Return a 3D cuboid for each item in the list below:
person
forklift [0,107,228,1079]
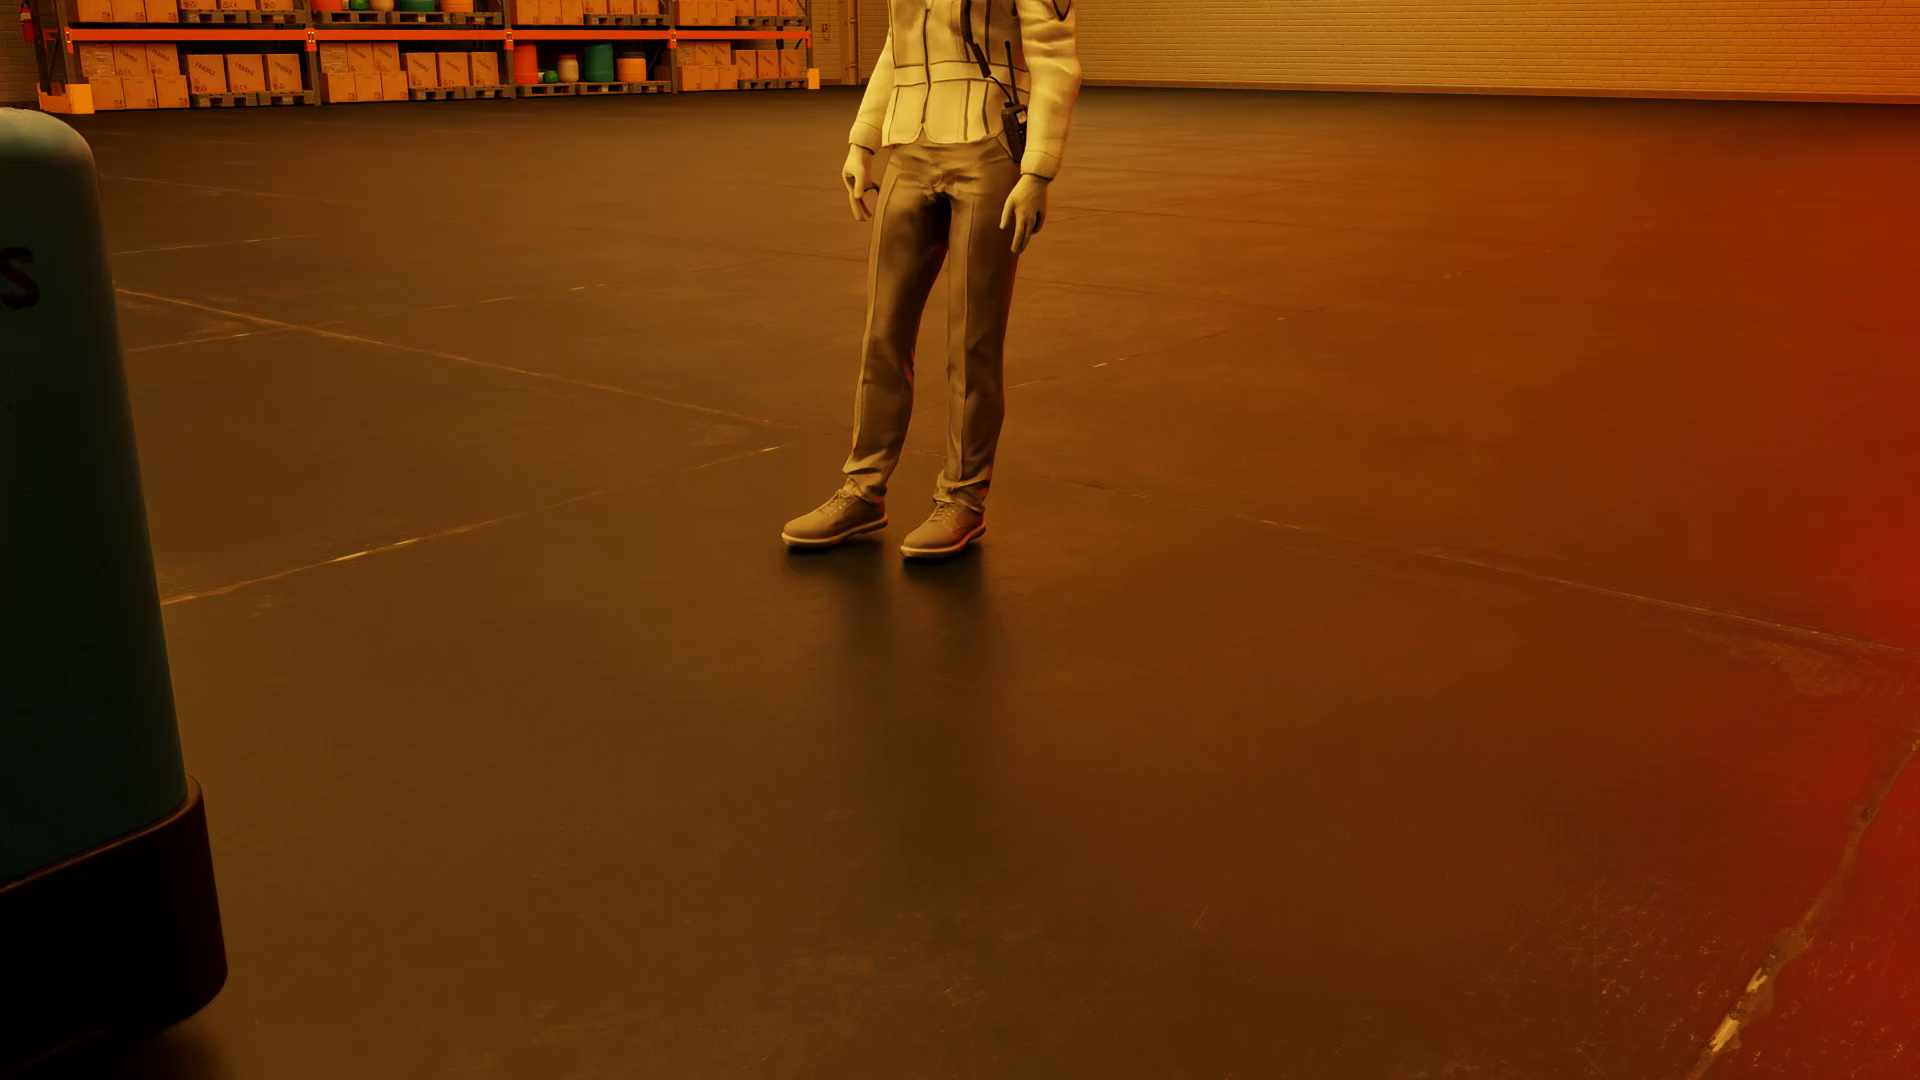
[{"bbox_3d":[-0.048,-0.803,3.647,0.587,1.695,0.531,13,21,37],"label":"person"},{"bbox_3d":[-2.107,-0.532,0.650,1.130,2.935,3.031,11,20,32],"label":"forklift"}]
